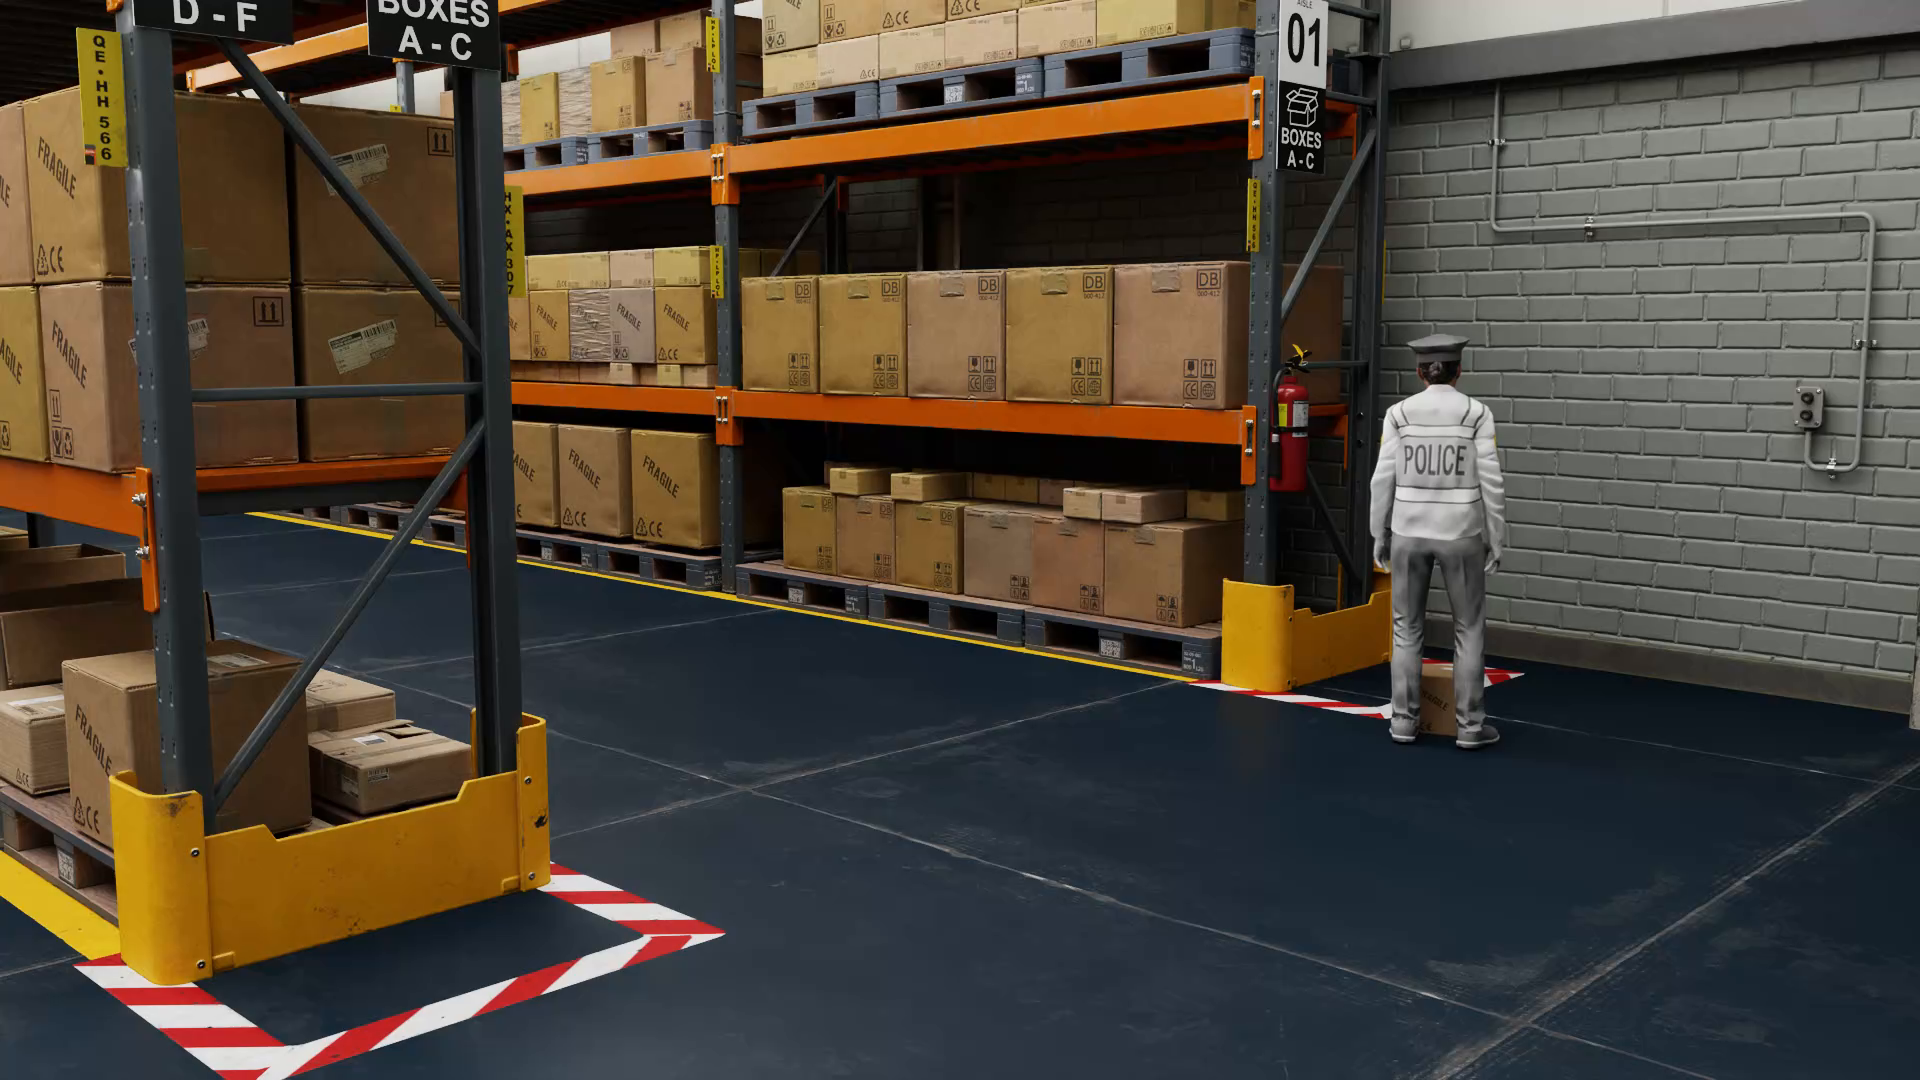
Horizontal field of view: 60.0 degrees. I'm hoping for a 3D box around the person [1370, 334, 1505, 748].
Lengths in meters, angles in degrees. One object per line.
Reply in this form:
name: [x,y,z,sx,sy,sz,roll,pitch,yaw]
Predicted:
person: [1.931,0.003,6.735,0.533,1.661,0.375,3,8,23]
